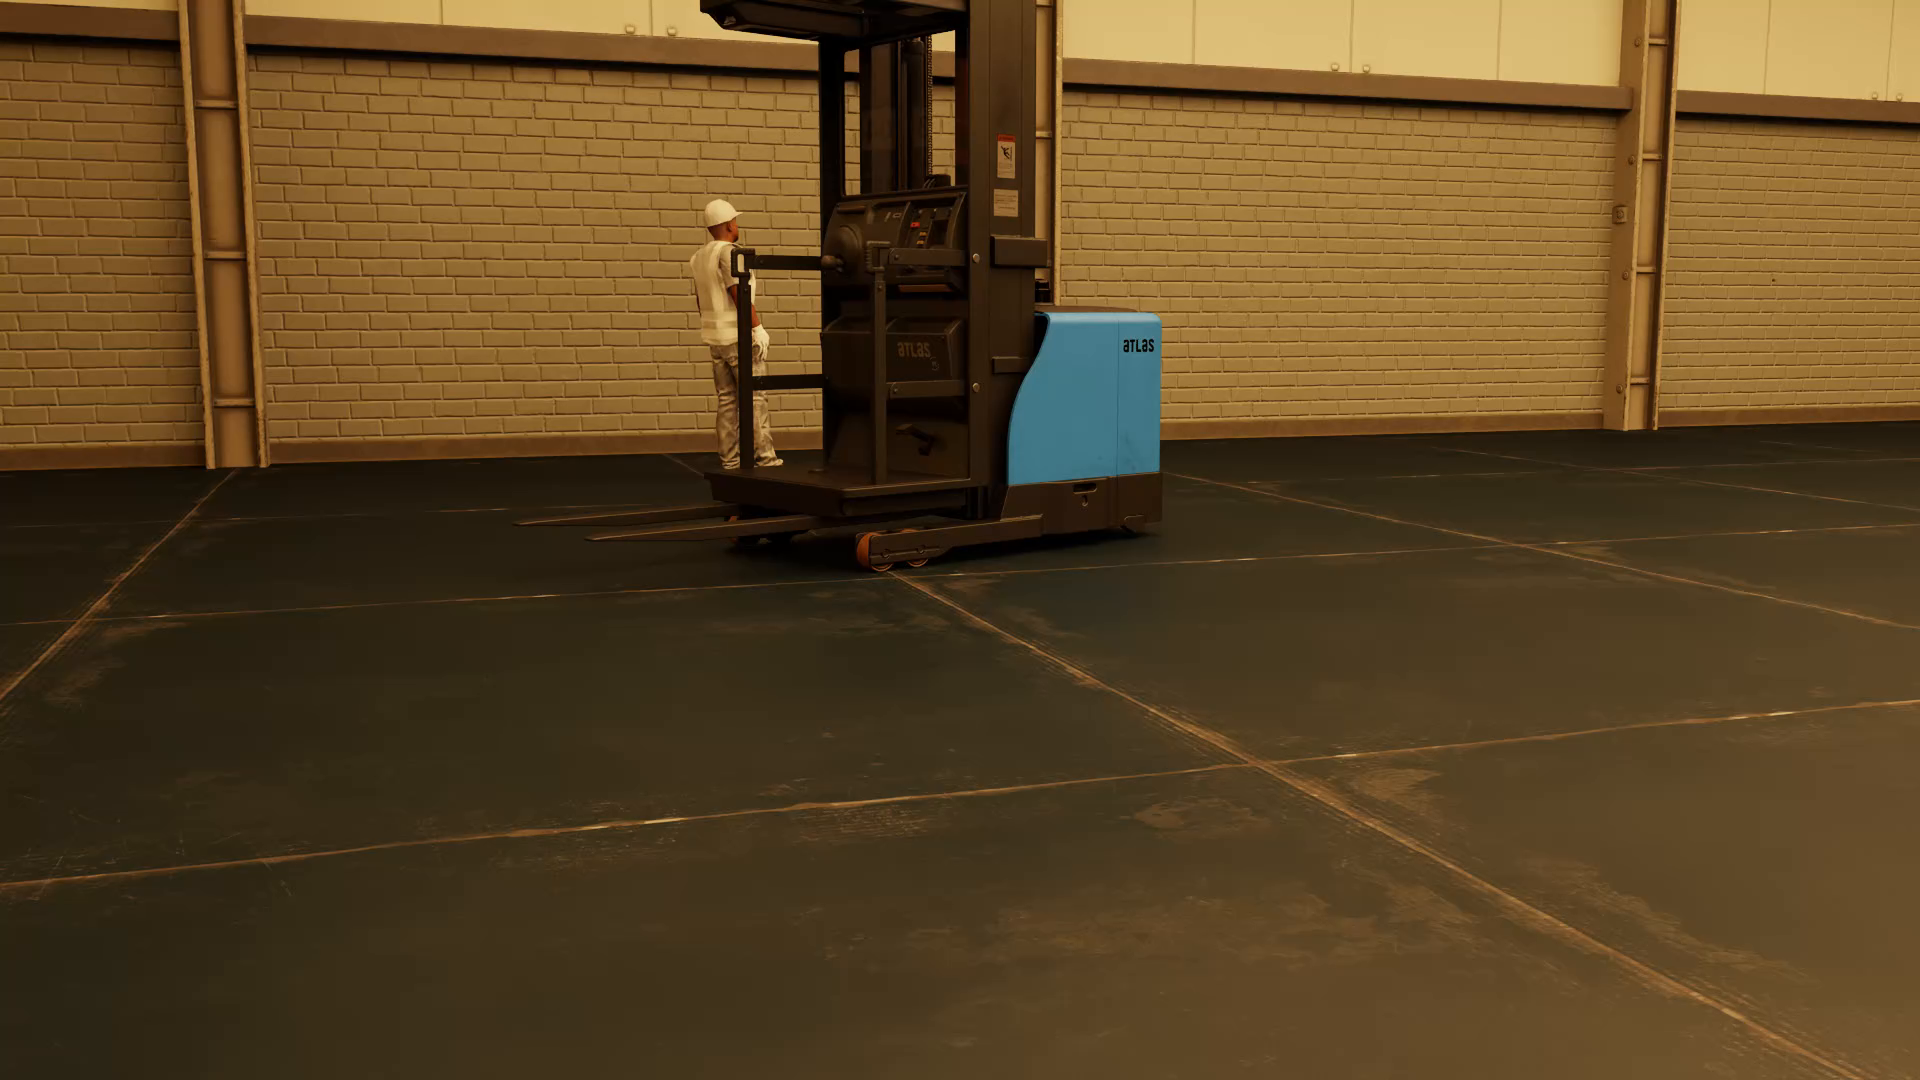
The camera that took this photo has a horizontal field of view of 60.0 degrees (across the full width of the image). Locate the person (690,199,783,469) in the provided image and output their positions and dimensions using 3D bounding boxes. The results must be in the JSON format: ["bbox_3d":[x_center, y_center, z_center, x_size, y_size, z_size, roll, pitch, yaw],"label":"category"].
[{"bbox_3d":[-1.401,-1.292,10.759,0.576,1.785,0.655,-6,10,-36],"label":"person"}]

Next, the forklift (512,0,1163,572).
[{"bbox_3d":[-0.461,-1.399,7.333,3.031,2.935,1.130,-7,10,-40],"label":"forklift"}]
